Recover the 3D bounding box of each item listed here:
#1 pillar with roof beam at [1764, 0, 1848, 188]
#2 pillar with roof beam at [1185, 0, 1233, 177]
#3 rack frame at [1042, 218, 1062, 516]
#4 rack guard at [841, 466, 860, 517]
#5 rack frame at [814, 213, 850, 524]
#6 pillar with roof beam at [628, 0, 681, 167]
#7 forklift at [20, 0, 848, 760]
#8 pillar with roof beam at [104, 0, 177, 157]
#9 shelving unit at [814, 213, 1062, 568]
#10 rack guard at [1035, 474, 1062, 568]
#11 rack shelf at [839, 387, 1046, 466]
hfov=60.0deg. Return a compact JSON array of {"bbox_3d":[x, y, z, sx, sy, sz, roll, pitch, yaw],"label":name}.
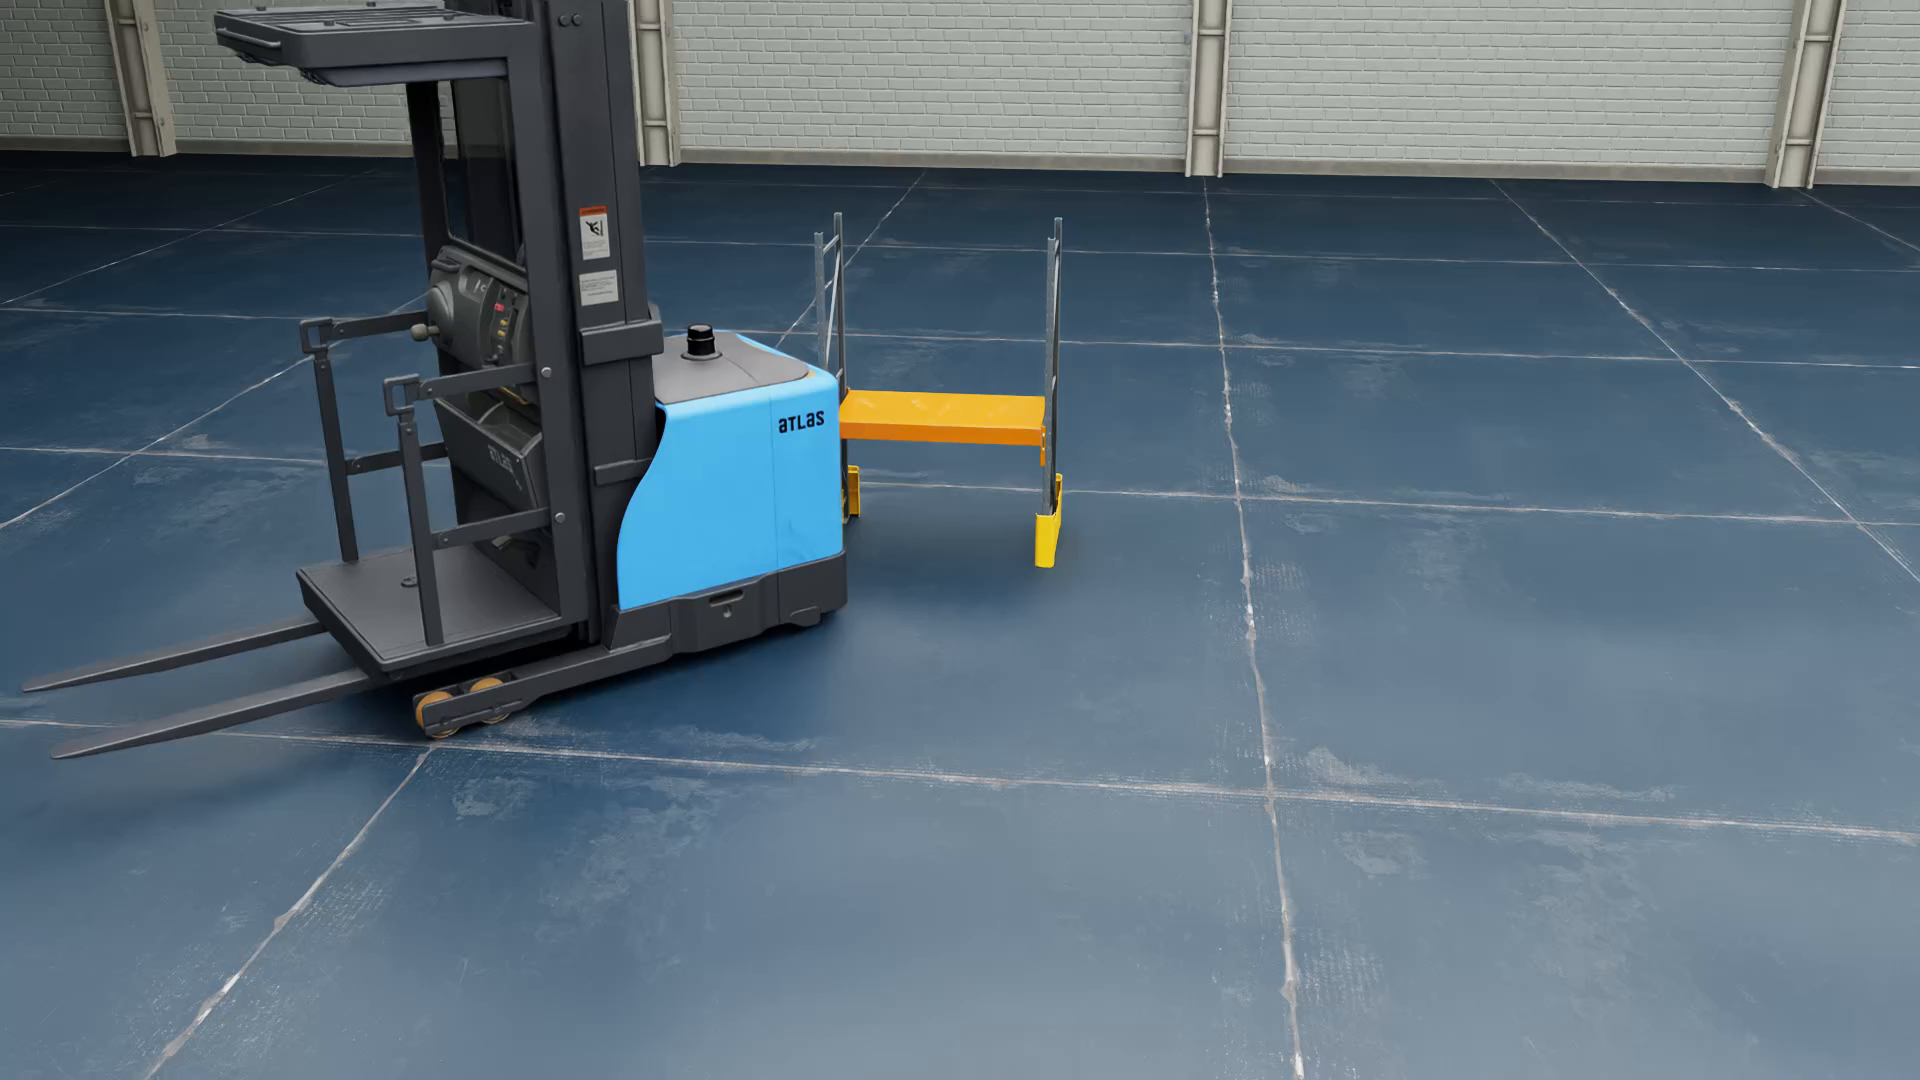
[{"bbox_3d":[8.072,-6.288,11.606,0.400,9.000,9.100,2,22,6],"label":"pillar with roof beam"},{"bbox_3d":[2.113,-6.548,12.263,0.400,9.000,9.100,2,22,6],"label":"pillar with roof beam"},{"bbox_3d":[0.420,-0.679,7.618,0.032,1.500,0.500,2,22,6],"label":"rack frame"},{"bbox_3d":[-0.570,-0.141,7.957,0.087,0.250,0.587,2,22,6],"label":"rack guard"},{"bbox_3d":[-0.590,-0.723,7.729,0.032,1.500,0.500,2,22,6],"label":"rack frame"},{"bbox_3d":[-3.845,-6.808,12.919,0.400,9.000,9.100,2,22,6],"label":"pillar with roof beam"},{"bbox_3d":[-1.972,-0.856,6.120,3.031,2.935,1.130,-15,26,-33],"label":"forklift"},{"bbox_3d":[-9.803,-7.067,13.576,0.400,9.000,9.100,2,22,6],"label":"pillar with roof beam"},{"bbox_3d":[-0.076,-0.701,7.672,1.083,1.500,0.587,2,22,6],"label":"shelving unit"},{"bbox_3d":[0.419,-0.098,7.848,0.087,0.250,0.587,2,22,6],"label":"rack guard"},{"bbox_3d":[-0.085,-0.534,7.740,1.000,0.185,0.538,2,22,6],"label":"rack shelf"}]
